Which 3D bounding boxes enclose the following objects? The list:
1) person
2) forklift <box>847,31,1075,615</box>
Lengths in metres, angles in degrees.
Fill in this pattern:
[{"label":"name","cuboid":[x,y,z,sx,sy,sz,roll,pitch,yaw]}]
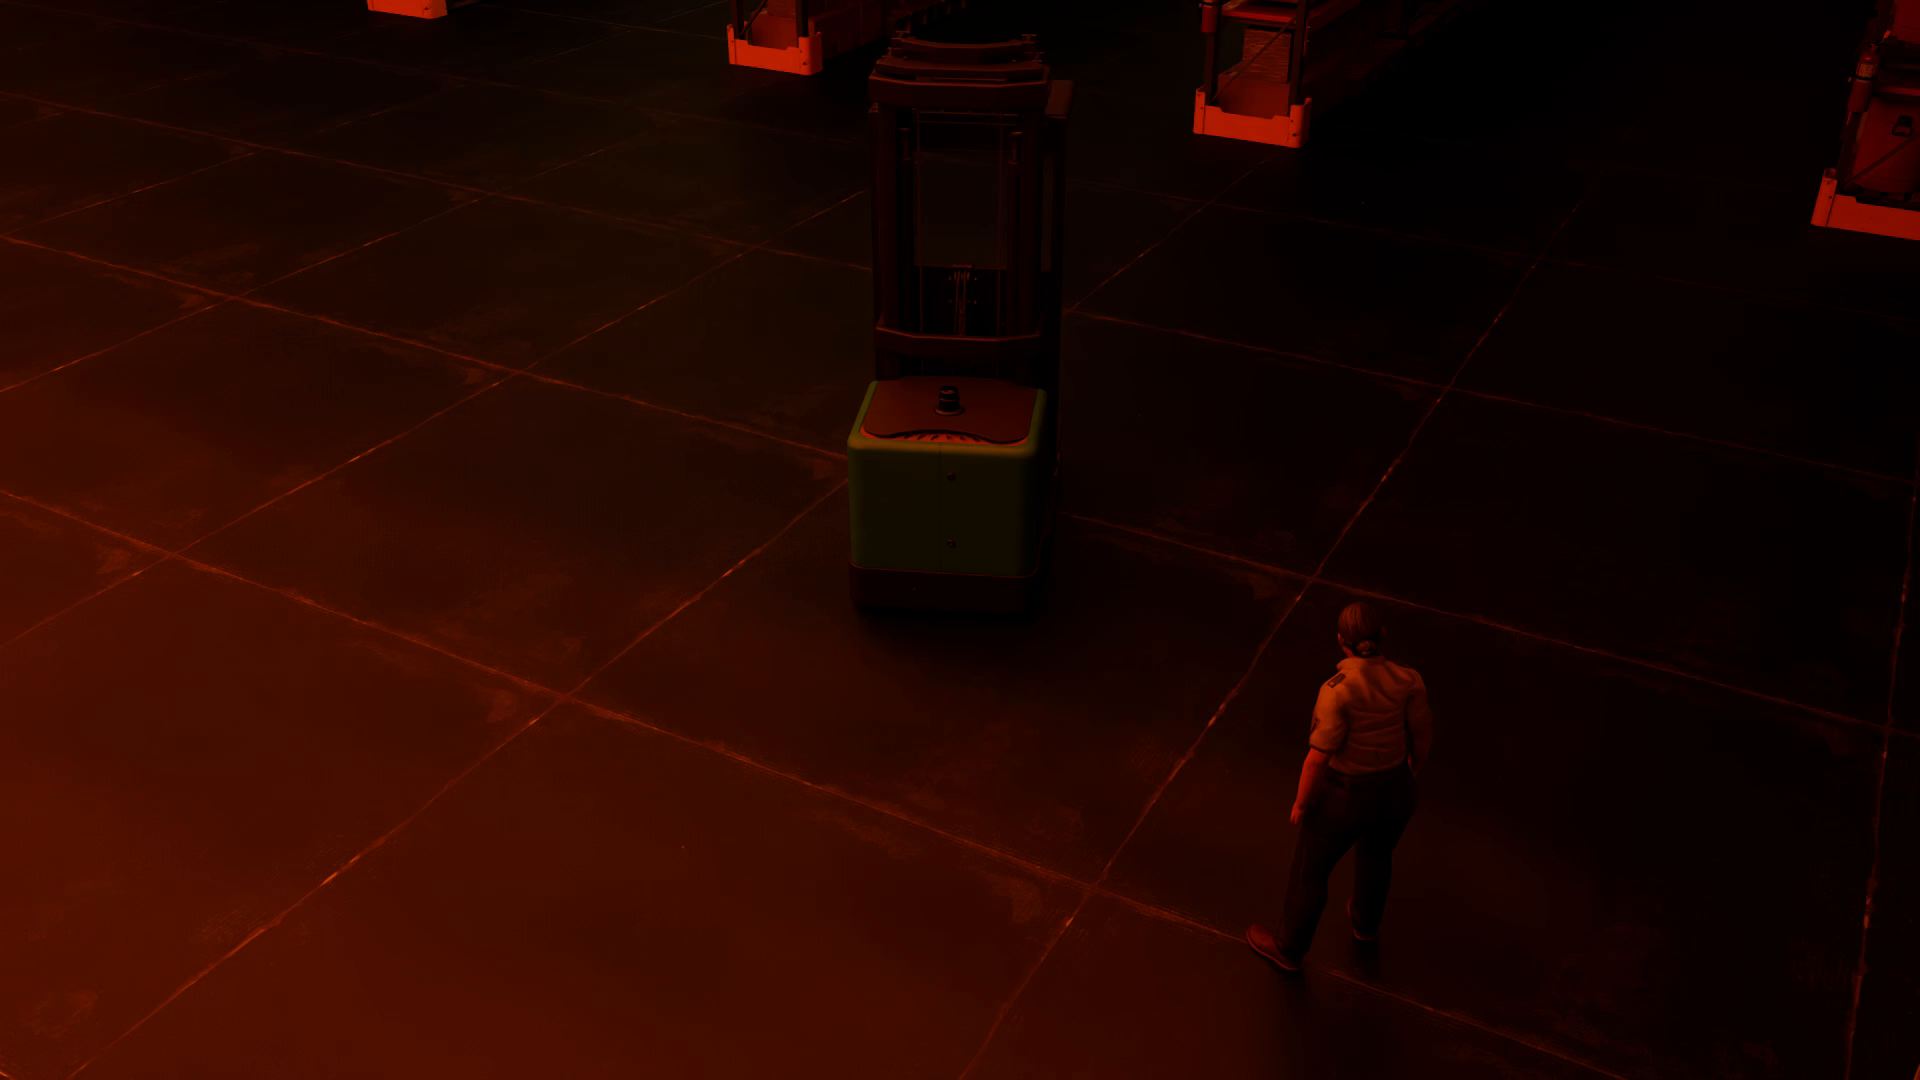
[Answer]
[{"label":"person","cuboid":[1.546,0.998,6.629,0.627,1.657,0.431,-9,31,-16]},{"label":"forklift","cuboid":[0.072,-1.572,9.794,1.130,2.935,3.031,3,30,6]}]
